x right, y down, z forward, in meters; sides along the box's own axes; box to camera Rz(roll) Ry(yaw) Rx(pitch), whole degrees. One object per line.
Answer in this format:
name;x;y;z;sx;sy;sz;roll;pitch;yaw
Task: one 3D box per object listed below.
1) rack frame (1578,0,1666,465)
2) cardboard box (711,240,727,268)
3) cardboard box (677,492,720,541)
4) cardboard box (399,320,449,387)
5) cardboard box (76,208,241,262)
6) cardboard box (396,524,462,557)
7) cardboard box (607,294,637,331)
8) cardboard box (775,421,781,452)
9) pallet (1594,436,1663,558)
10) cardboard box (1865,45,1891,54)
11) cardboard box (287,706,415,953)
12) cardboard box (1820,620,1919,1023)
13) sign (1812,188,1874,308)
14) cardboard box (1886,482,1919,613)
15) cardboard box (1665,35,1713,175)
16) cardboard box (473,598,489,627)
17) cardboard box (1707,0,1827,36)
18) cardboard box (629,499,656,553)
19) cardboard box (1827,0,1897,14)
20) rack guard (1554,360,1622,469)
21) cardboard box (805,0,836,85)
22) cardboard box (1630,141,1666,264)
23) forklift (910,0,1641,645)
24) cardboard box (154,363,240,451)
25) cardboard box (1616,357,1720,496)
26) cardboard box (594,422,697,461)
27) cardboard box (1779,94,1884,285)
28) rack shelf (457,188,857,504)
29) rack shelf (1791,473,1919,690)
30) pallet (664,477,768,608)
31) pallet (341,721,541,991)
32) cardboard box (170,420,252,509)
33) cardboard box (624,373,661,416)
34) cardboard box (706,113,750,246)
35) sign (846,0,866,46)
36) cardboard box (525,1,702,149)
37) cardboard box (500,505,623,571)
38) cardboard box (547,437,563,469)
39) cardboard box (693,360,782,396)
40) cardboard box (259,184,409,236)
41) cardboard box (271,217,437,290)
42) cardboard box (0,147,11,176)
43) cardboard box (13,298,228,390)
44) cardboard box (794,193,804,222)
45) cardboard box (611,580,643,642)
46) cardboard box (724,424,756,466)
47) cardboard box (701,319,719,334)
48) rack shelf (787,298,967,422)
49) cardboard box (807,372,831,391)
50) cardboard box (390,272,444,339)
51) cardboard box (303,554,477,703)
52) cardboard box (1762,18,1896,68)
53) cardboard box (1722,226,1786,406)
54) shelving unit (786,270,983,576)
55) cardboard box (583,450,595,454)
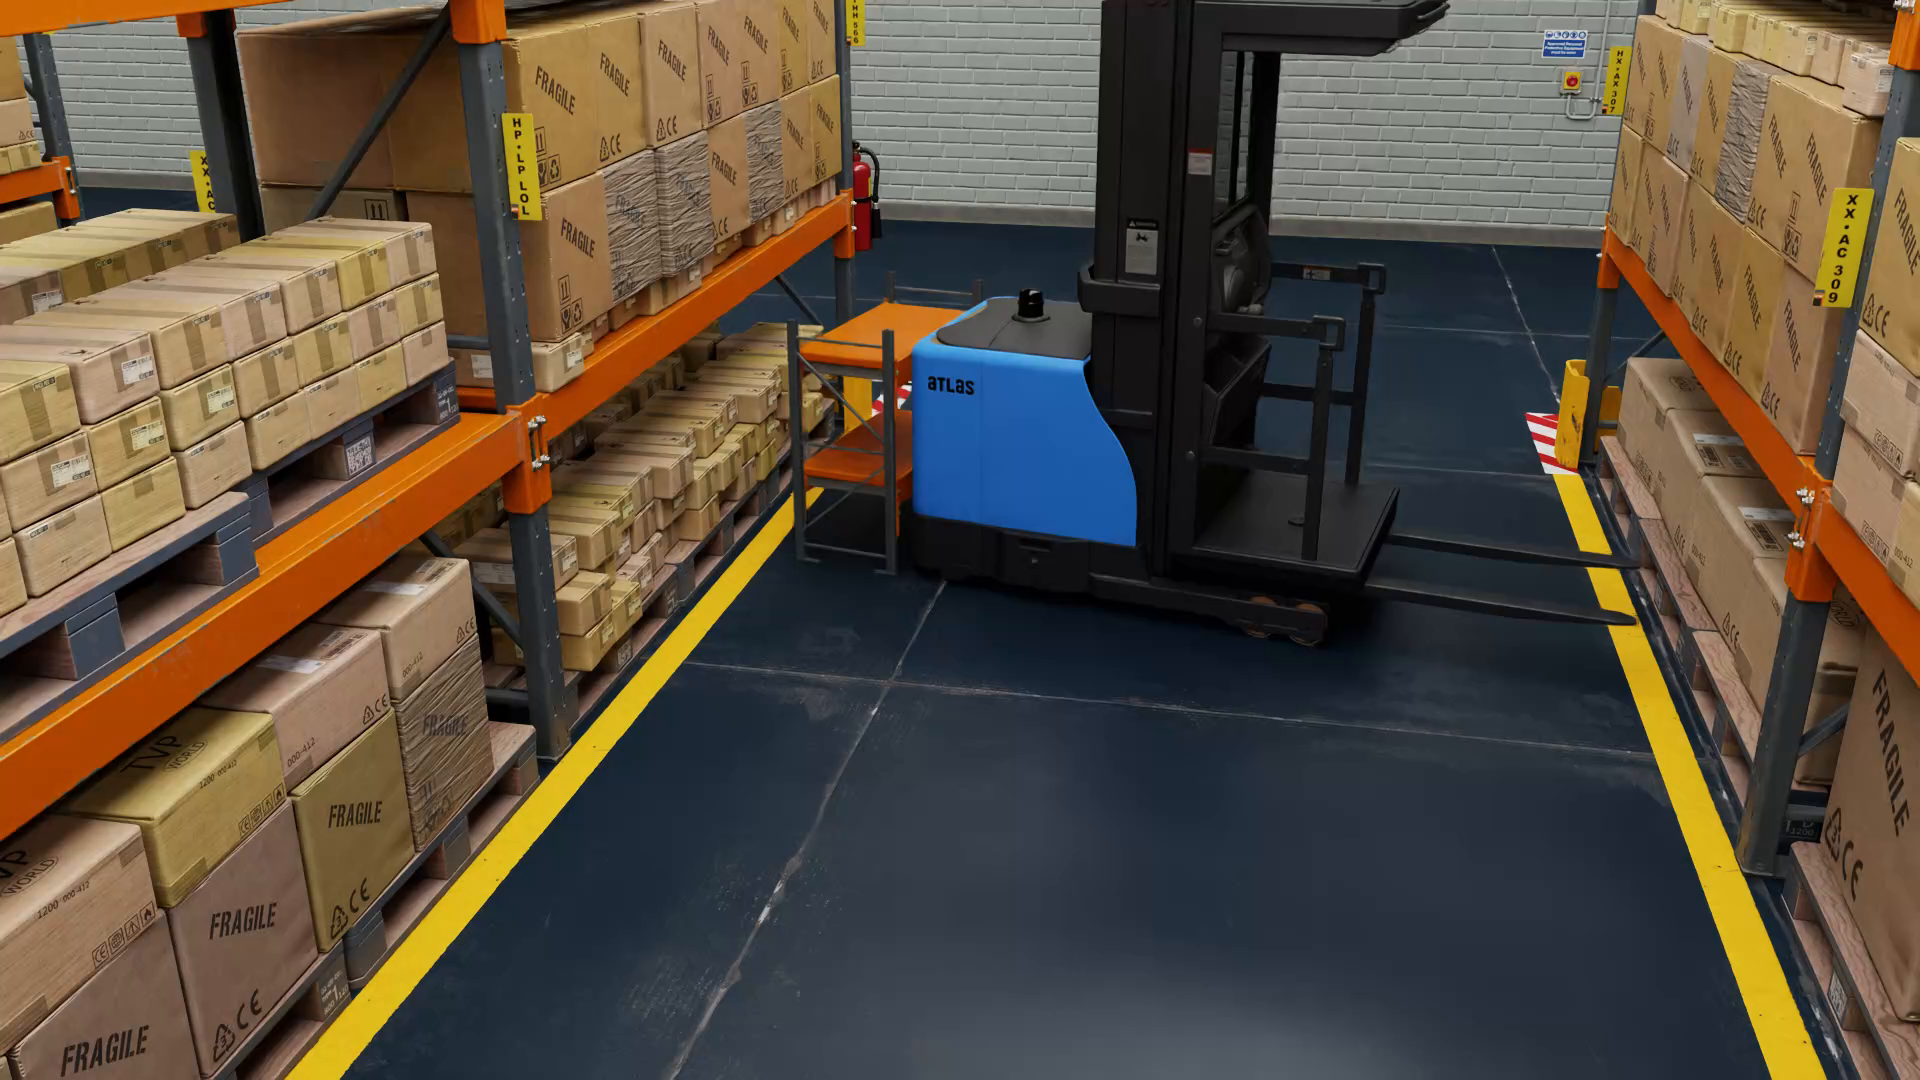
rack frame;3.780;-1.783;8.264;1.000;3.000;0.127;4;22;11
cardboard box;-1.264;-1.303;7.410;0.380;0.149;0.250;5;22;12
cardboard box;-1.289;-0.119;7.387;0.380;0.149;0.250;4;22;9
cardboard box;-1.790;-0.578;5.048;0.380;0.149;0.250;4;22;10
cardboard box;-2.433;-0.905;5.064;0.380;0.149;0.250;6;23;14
cardboard box;-2.085;0.042;6.193;0.380;0.149;0.250;5;22;12
cardboard box;-1.480;-0.923;6.466;0.380;0.149;0.250;3;22;9
cardboard box;-1.119;-0.504;8.343;0.380;0.149;0.250;5;22;11
pallet;3.693;-0.191;8.044;1.003;0.211;1.213;4;22;11
cardboard box;2.875;-1.356;4.864;0.380;0.149;0.250;5;22;12
cardboard box;-1.912;0.782;4.680;0.500;0.500;0.500;4;22;10
cardboard box;2.916;0.704;4.372;0.875;0.875;0.875;5;23;13
sign;2.420;-0.800;4.559;0.100;0.325;0.005;4;22;11
cardboard box;2.511;0.080;3.840;0.500;0.250;0.500;4;22;10
cardboard box;3.207;-1.761;6.738;0.500;0.500;0.500;4;22;11
cardboard box;-2.021;0.210;6.572;0.380;0.149;0.250;5;22;12
cardboard box;3.250;-2.100;6.711;0.380;0.149;0.250;5;22;11
cardboard box;-1.479;-0.068;6.864;0.380;0.149;0.250;3;22;8
cardboard box;3.690;-2.072;6.644;0.380;0.149;0.250;4;22;10
rack guard;3.785;-0.632;8.753;1.175;0.500;0.348;4;22;11
cardboard box;-0.936;-2.585;8.386;0.500;0.500;0.500;4;22;10
cardboard box;3.325;-1.488;7.400;0.500;0.500;0.500;4;22;10
forklift;1.345;-1.155;6.798;3.031;2.935;1.130;9;24;20
cardboard box;-2.002;-0.333;4.042;0.380;0.149;0.250;3;22;8
cardboard box;3.743;-0.540;8.046;0.875;0.438;0.875;4;22;9
cardboard box;-1.374;-0.401;7.292;0.380;0.149;0.250;4;22;9
cardboard box;2.790;-1.023;4.907;0.500;0.500;0.500;4;22;10
rack shelf;-1.495;-1.058;7.428;1.077;0.370;4.000;4;22;11
rack shelf;2.556;0.745;2.950;1.077;0.370;4.000;4;22;11
pallet;-1.554;-0.062;7.726;1.003;0.211;1.213;4;22;11
pallet;-2.060;0.918;5.291;1.003;0.211;1.213;4;22;11
cardboard box;-1.998;-0.198;4.104;0.380;0.149;0.250;3;22;9
cardboard box;-1.677;-0.715;8.073;0.380;0.149;0.250;5;23;13
cardboard box;-1.242;-1.568;7.199;0.500;0.500;0.500;6;23;14
sign;-0.547;-2.757;8.711;0.100;0.325;0.005;4;22;11
cardboard box;-1.348;-1.827;6.505;0.500;0.500;0.500;5;22;12
cardboard box;-1.515;-0.015;6.333;0.380;0.149;0.250;6;23;14
cardboard box;-1.934;-0.341;7.144;0.380;0.149;0.250;3;22;8
cardboard box;-1.097;-0.777;8.224;0.380;0.149;0.250;4;22;9
cardboard box;-2.081;-1.043;5.896;0.500;0.500;0.500;4;22;11
cardboard box;-1.793;-0.853;4.933;0.380;0.149;0.250;5;23;13
cardboard box;-5.723;-2.171;9.565;0.380;0.149;0.250;5;22;11
cardboard box;-2.009;-0.474;3.994;0.380;0.149;0.250;4;22;9
cardboard box;-1.000;-1.685;8.358;0.380;0.149;0.250;4;22;10
cardboard box;-1.460;0.262;6.443;0.380;0.149;0.250;5;22;13
cardboard box;-1.183;-0.446;7.801;0.380;0.149;0.250;6;23;14
cardboard box;-1.526;-1.106;9.041;0.380;0.149;0.250;3;22;8
rack shelf;-0.322;-0.849;7.672;0.538;0.278;1.000;9;24;21
cardboard box;-0.915;-0.919;8.975;0.380;0.149;0.250;4;22;9
cardboard box;-1.791;-0.716;4.991;0.380;0.149;0.250;5;23;13
cardboard box;-1.807;0.248;5.001;0.500;0.250;0.500;4;22;9
cardboard box;3.038;-1.730;5.794;0.380;0.149;0.250;4;22;10
cardboard box;2.908;-0.744;5.551;0.500;0.500;0.500;4;22;10
shelving unit;-0.322;-0.578;7.782;0.538;1.125;1.048;9;24;21
cardboard box;-1.719;-0.379;7.635;0.380;0.149;0.250;6;23;13
